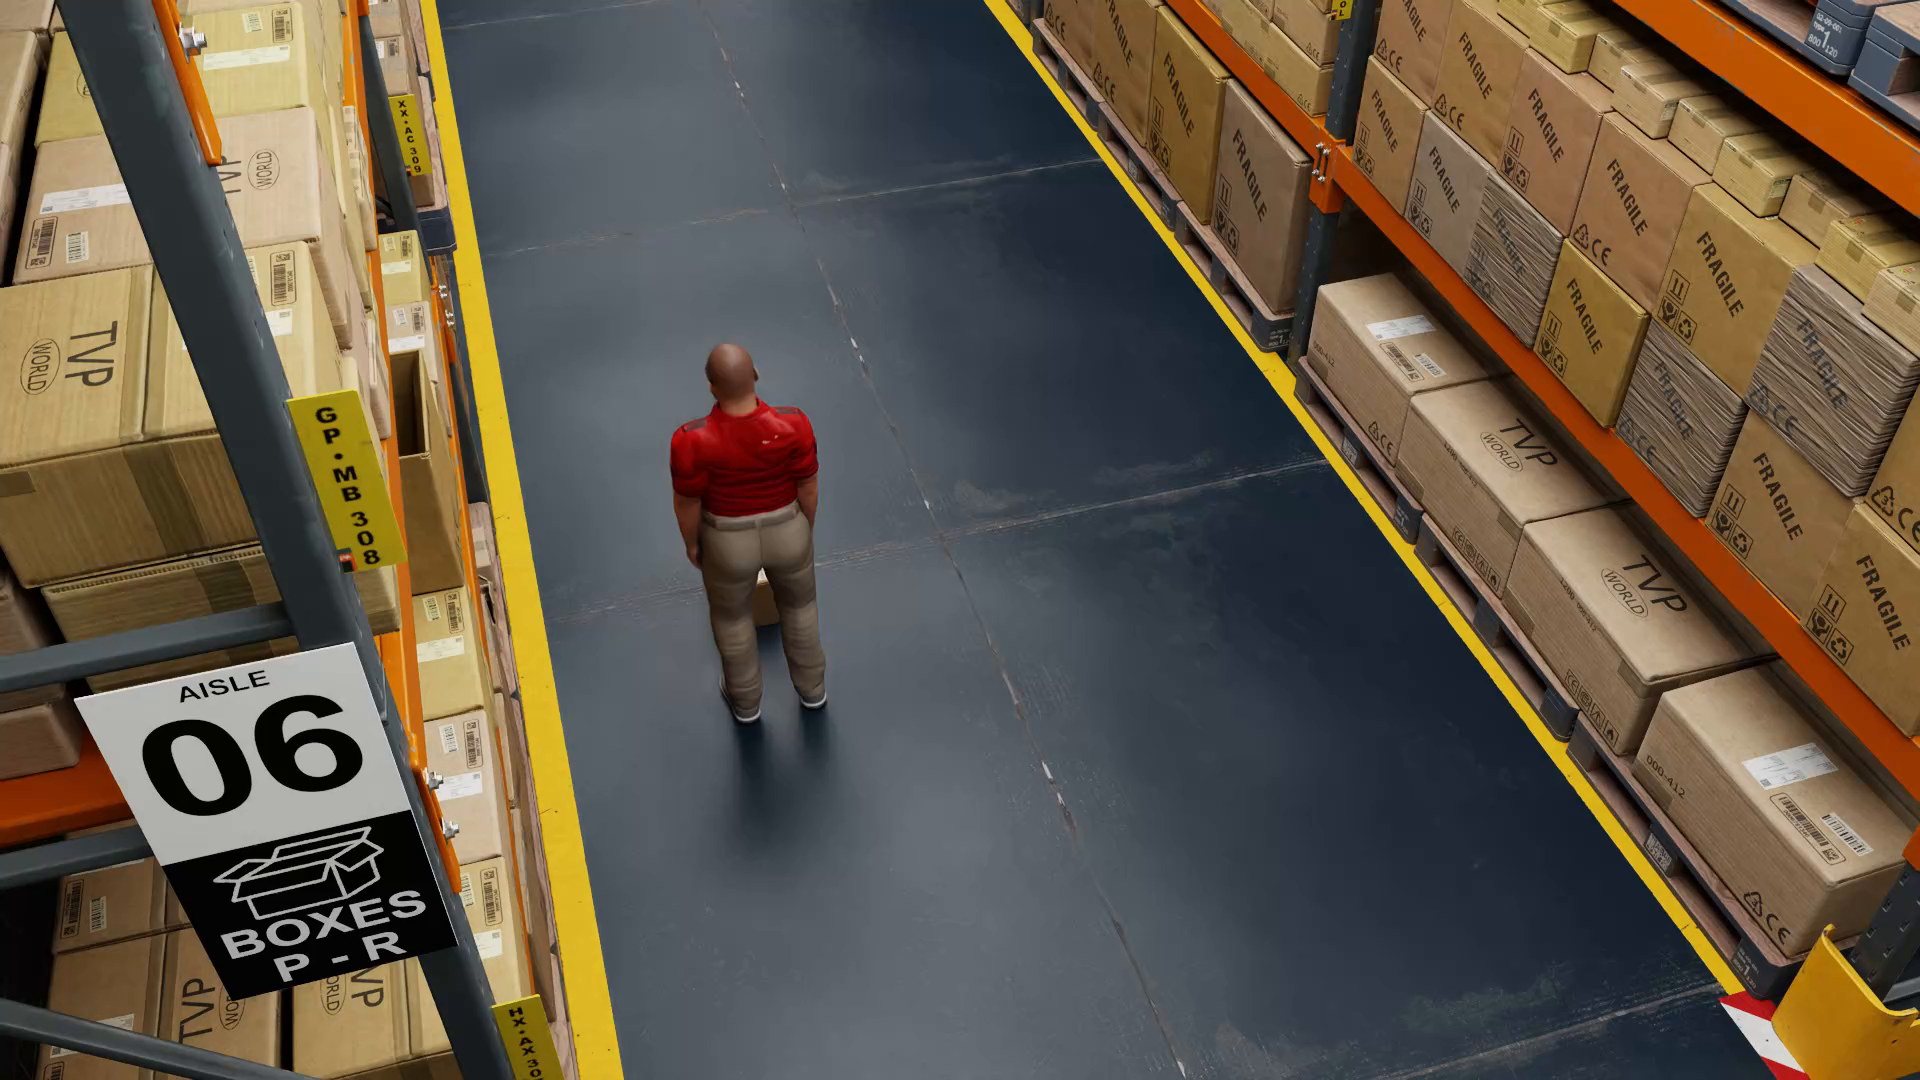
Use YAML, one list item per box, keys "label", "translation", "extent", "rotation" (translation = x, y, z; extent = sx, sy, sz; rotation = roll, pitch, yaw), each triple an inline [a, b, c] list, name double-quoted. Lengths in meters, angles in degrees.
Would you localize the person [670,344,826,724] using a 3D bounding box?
- label: "person"
  translation: [-0.785, -0.024, 6.208]
  extent: [0.528, 1.722, 0.360]
  rotation: [-11, 43, -12]
